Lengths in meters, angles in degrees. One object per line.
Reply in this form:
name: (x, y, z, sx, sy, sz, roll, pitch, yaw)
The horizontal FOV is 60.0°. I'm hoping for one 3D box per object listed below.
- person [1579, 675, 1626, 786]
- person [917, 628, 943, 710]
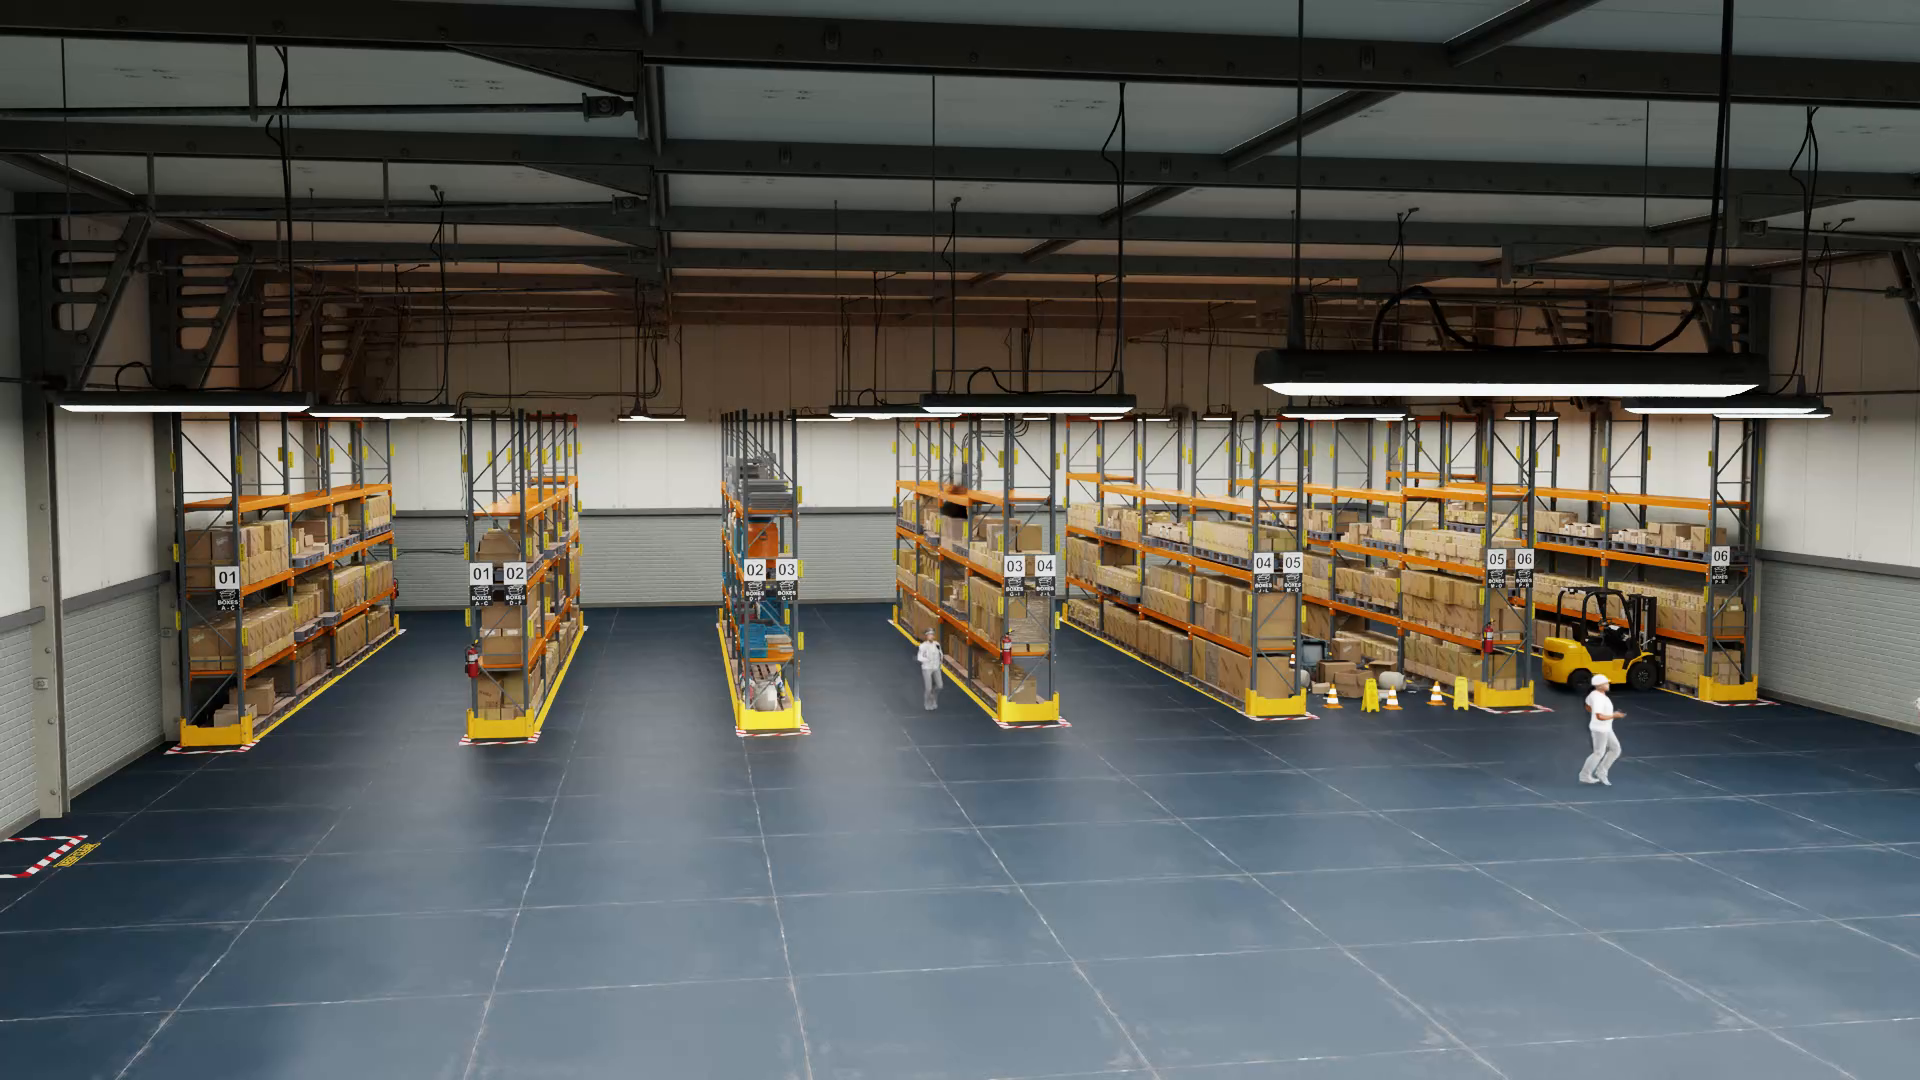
person: (10.153, 3.017, 26.244, 0.683, 1.795, 0.677, 2, 5, 28)
person: (-0.544, 2.571, 33.109, 0.591, 1.656, 0.599, -2, 4, -21)
